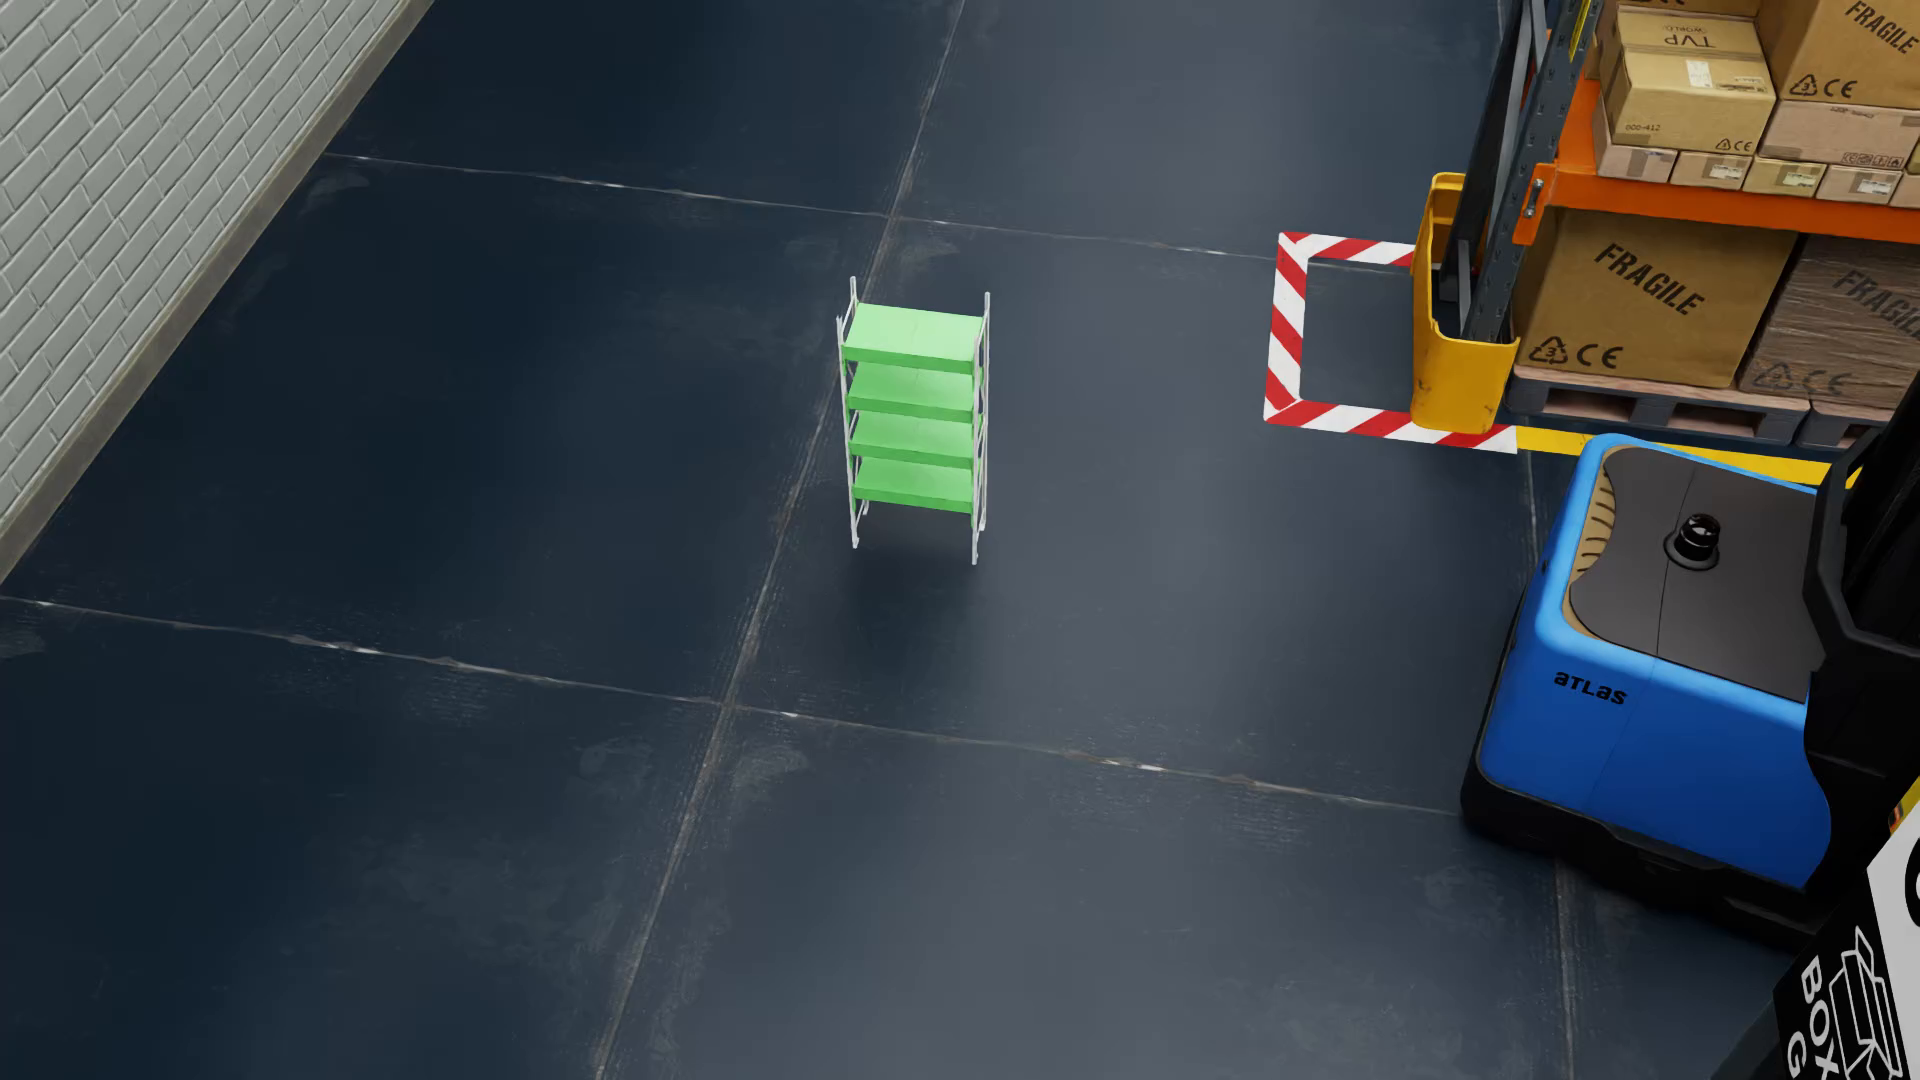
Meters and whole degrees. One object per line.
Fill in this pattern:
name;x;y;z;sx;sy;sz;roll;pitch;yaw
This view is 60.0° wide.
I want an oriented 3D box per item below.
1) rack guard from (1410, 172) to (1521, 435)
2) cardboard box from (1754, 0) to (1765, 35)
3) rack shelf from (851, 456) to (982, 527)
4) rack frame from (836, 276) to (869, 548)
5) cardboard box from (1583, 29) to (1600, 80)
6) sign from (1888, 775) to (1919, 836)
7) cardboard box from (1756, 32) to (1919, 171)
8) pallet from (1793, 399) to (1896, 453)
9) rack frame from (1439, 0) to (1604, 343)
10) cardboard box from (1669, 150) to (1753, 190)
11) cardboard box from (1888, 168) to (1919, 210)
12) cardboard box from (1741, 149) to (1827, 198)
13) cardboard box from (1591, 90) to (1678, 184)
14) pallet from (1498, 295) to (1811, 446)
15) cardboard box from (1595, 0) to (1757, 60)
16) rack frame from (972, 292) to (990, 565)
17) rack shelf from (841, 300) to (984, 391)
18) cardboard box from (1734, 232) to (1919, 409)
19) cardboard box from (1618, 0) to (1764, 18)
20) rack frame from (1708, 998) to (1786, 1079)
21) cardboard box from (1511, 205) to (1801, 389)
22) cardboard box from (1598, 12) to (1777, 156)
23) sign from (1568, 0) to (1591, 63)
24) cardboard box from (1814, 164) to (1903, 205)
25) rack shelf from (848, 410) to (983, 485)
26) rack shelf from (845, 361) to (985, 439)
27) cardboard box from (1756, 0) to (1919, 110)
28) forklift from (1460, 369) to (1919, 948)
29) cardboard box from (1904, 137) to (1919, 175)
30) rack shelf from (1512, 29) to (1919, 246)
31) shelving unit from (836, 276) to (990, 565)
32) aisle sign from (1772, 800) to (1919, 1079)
rack guard;2.213;-1.060;7.339;0.348;0.500;1.175;8;49;7
cardboard box;3.259;-2.004;6.407;0.500;0.250;0.500;7;48;6
rack shelf;-0.163;-0.220;6.521;0.480;0.148;0.258;8;49;7
rack frame;-0.403;-0.455;6.324;0.015;1.200;0.240;8;49;7
cardboard box;2.645;-2.002;6.674;0.250;0.149;0.380;9;49;8
sign;1.437;0.361;2.435;0.005;0.325;0.100;8;49;7
cardboard box;3.173;-1.617;6.059;0.500;0.250;0.500;7;48;6
pallet;4.234;-0.749;7.253;1.213;0.211;1.003;8;49;7
rack frame;2.236;-1.893;6.406;0.127;3.000;1.000;8;49;7
cardboard box;2.780;-1.487;6.211;0.250;0.149;0.380;7;48;6
cardboard box;3.538;-1.385;6.119;0.250;0.149;0.380;7;48;6
cardboard box;3.032;-1.454;6.180;0.250;0.149;0.380;7;48;6
cardboard box;2.527;-1.520;6.240;0.250;0.149;0.380;8;49;7
pallet;3.037;-0.912;7.400;1.213;0.211;1.003;8;49;7
cardboard box;2.760;-2.072;6.468;0.500;0.250;0.500;7;48;6
rack frame;0.077;-0.391;6.266;0.015;1.200;0.240;8;49;7
rack shelf;-0.163;-0.701;5.986;0.480;0.148;0.258;8;49;7
cardboard box;3.776;-1.176;6.908;0.875;0.875;0.875;8;49;7
cardboard box;2.762;-2.320;6.187;0.500;0.500;0.500;8;49;7
rack frame;1.356;1.731;3.150;0.053;2.616;0.949;8;49;7
cardboard box;2.880;-1.297;7.017;0.875;0.875;0.875;8;49;7
cardboard box;2.661;-1.681;6.116;0.500;0.250;0.500;7;48;6
sign;2.132;-1.803;5.690;0.005;0.325;0.100;8;49;7
cardboard box;3.288;-1.420;6.150;0.250;0.149;0.380;7;48;6
rack shelf;-0.163;-0.380;6.343;0.480;0.148;0.258;8;49;7
rack shelf;-0.163;-0.541;6.164;0.480;0.148;0.258;8;49;7
cardboard box;3.153;-1.865;5.778;0.500;0.500;0.500;7;48;6
forklift;3.306;0.136;4.630;3.031;2.935;1.130;19;51;16
cardboard box;3.667;-1.548;5.997;0.500;0.250;0.500;6;48;6
rack shelf;4.204;-1.387;6.436;4.000;0.370;1.077;8;49;7
shelving unit;-0.163;-0.423;6.295;0.503;1.200;0.258;8;49;7
aisle sign;1.337;0.640;2.383;0.004;0.787;0.394;8;49;7
